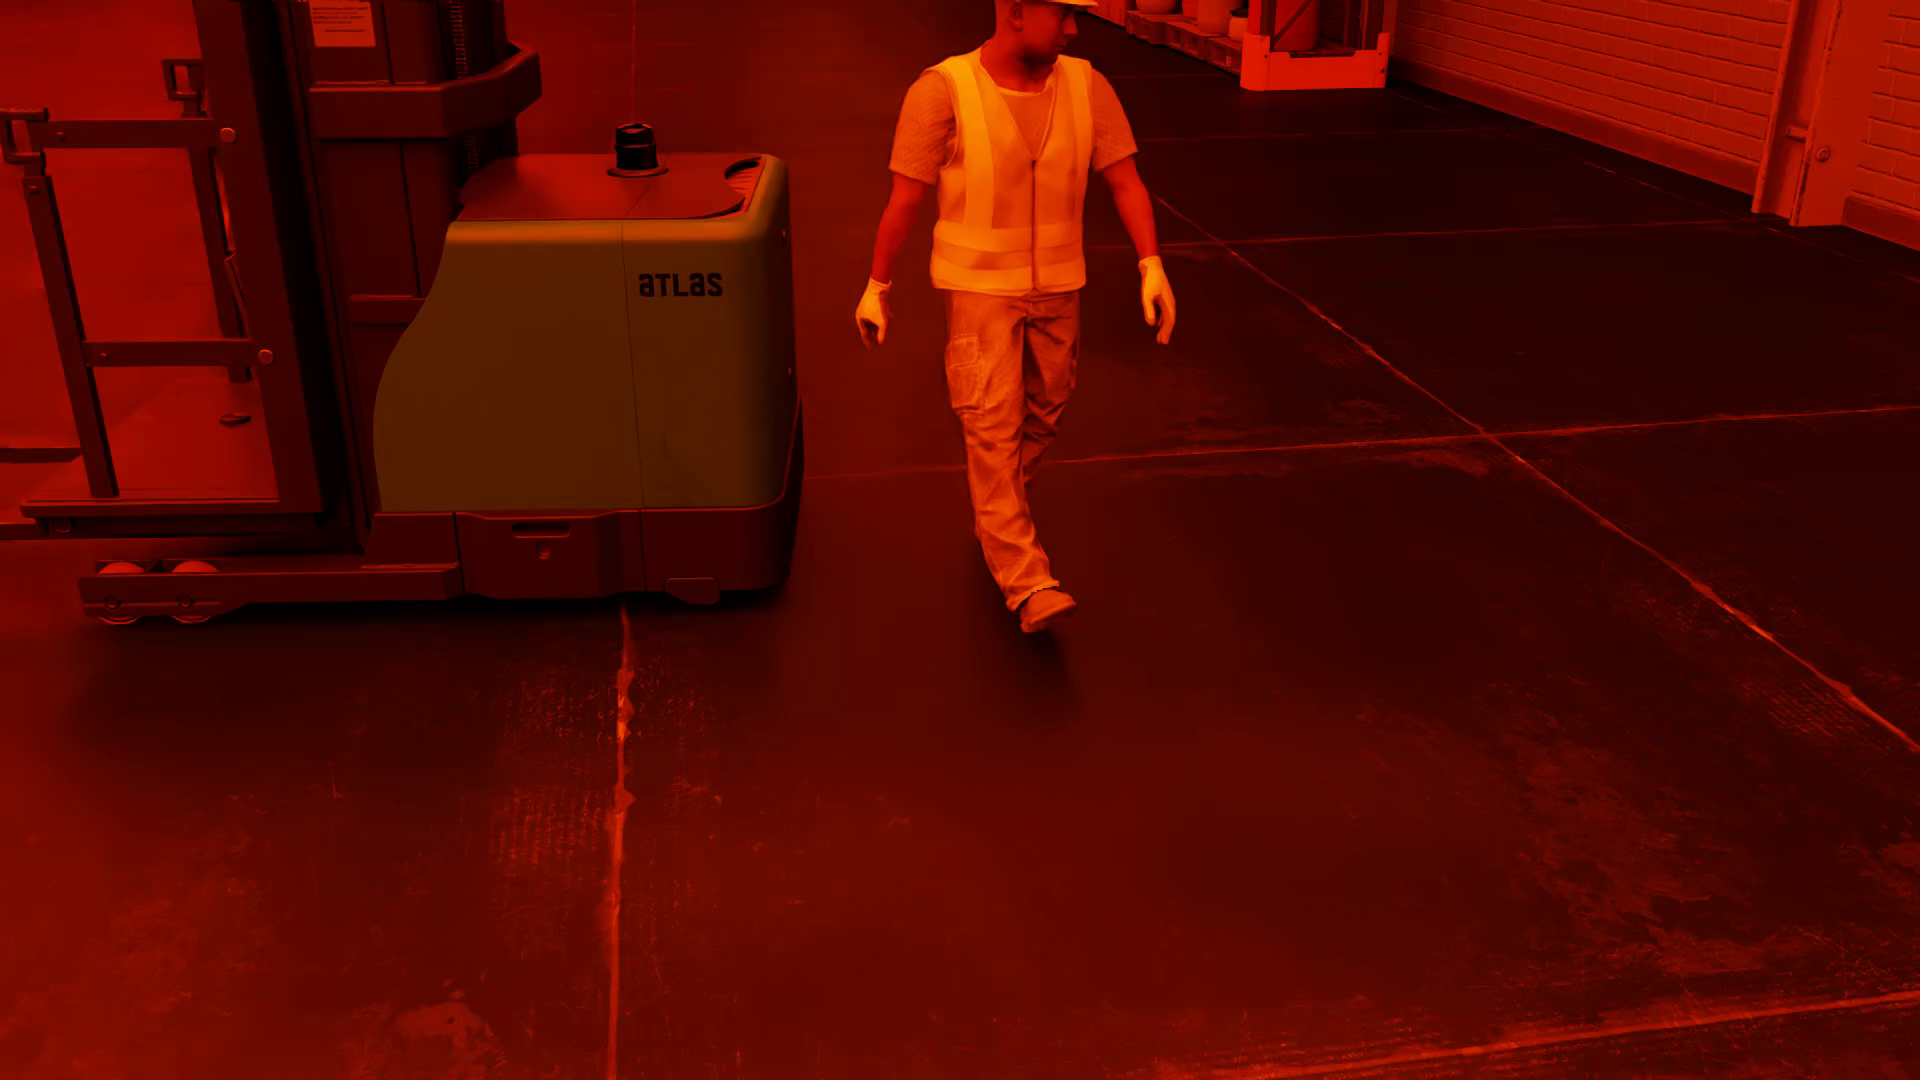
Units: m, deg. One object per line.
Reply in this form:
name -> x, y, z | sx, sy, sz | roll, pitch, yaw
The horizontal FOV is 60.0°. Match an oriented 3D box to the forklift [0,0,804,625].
forklift -> -2.005, -1.330, 4.410 | 3.031, 2.935, 1.130 | -1, 23, -2

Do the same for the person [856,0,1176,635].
person -> 0.159, -0.631, 4.303 | 0.733, 1.728, 0.932 | -11, 26, -23
